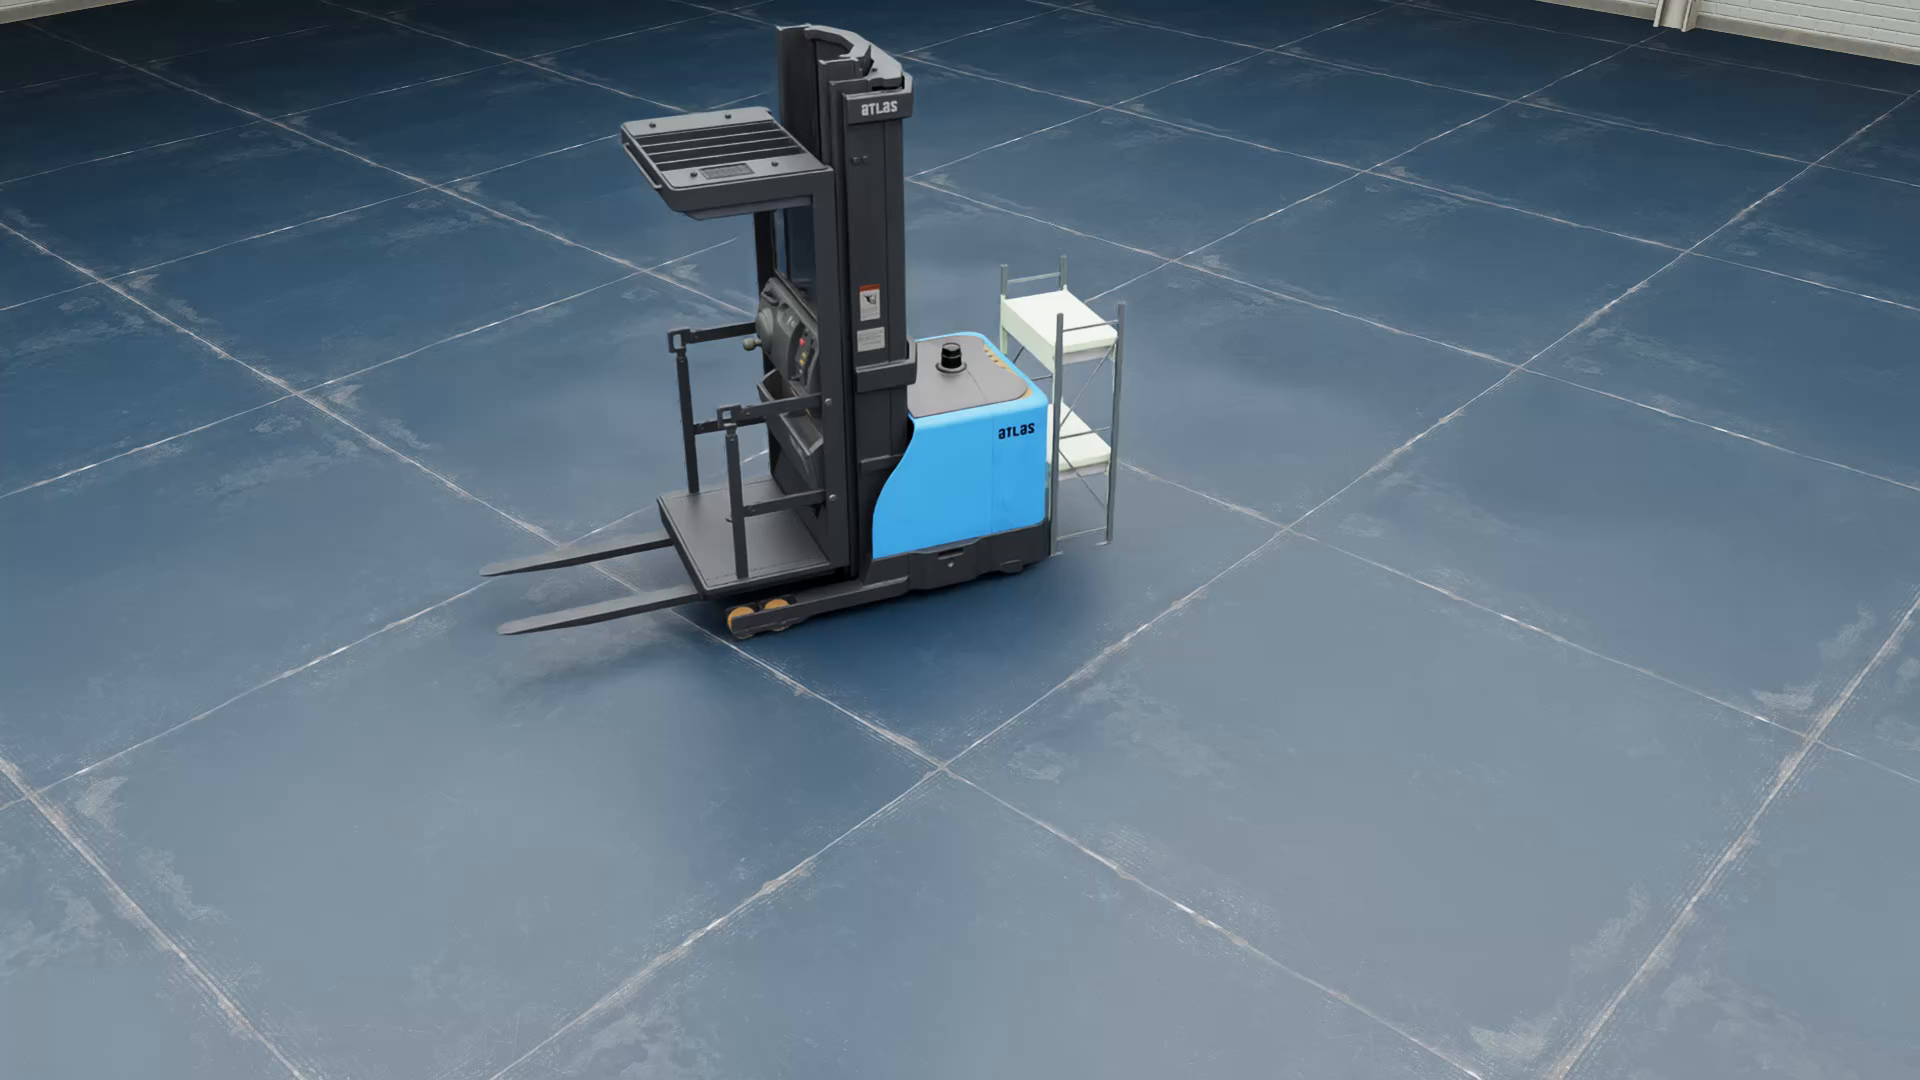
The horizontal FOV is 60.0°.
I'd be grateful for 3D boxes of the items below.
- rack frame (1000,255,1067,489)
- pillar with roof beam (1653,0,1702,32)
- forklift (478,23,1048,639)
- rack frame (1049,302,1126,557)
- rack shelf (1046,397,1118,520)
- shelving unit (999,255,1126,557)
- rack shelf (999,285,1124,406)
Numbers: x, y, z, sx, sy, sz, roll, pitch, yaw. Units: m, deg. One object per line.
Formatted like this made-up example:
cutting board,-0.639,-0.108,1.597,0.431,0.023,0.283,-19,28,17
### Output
rack frame,0.418,-0.938,9.799,0.400,1.500,0.023,-12,33,-19
pillar with roof beam,5.661,-8.356,14.850,0.400,9.000,9.100,25,39,35
forklift,-1.079,-1.042,8.584,3.031,2.935,1.130,-12,33,-19
rack frame,0.698,-0.589,9.219,0.400,1.500,0.023,-12,33,-19
rack shelf,0.558,-0.484,9.677,0.431,0.370,0.720,-12,33,-19
shelving unit,0.558,-0.764,9.509,0.431,1.500,0.755,-12,33,-19
rack shelf,0.558,-1.098,9.308,0.431,0.370,0.720,-12,33,-19
